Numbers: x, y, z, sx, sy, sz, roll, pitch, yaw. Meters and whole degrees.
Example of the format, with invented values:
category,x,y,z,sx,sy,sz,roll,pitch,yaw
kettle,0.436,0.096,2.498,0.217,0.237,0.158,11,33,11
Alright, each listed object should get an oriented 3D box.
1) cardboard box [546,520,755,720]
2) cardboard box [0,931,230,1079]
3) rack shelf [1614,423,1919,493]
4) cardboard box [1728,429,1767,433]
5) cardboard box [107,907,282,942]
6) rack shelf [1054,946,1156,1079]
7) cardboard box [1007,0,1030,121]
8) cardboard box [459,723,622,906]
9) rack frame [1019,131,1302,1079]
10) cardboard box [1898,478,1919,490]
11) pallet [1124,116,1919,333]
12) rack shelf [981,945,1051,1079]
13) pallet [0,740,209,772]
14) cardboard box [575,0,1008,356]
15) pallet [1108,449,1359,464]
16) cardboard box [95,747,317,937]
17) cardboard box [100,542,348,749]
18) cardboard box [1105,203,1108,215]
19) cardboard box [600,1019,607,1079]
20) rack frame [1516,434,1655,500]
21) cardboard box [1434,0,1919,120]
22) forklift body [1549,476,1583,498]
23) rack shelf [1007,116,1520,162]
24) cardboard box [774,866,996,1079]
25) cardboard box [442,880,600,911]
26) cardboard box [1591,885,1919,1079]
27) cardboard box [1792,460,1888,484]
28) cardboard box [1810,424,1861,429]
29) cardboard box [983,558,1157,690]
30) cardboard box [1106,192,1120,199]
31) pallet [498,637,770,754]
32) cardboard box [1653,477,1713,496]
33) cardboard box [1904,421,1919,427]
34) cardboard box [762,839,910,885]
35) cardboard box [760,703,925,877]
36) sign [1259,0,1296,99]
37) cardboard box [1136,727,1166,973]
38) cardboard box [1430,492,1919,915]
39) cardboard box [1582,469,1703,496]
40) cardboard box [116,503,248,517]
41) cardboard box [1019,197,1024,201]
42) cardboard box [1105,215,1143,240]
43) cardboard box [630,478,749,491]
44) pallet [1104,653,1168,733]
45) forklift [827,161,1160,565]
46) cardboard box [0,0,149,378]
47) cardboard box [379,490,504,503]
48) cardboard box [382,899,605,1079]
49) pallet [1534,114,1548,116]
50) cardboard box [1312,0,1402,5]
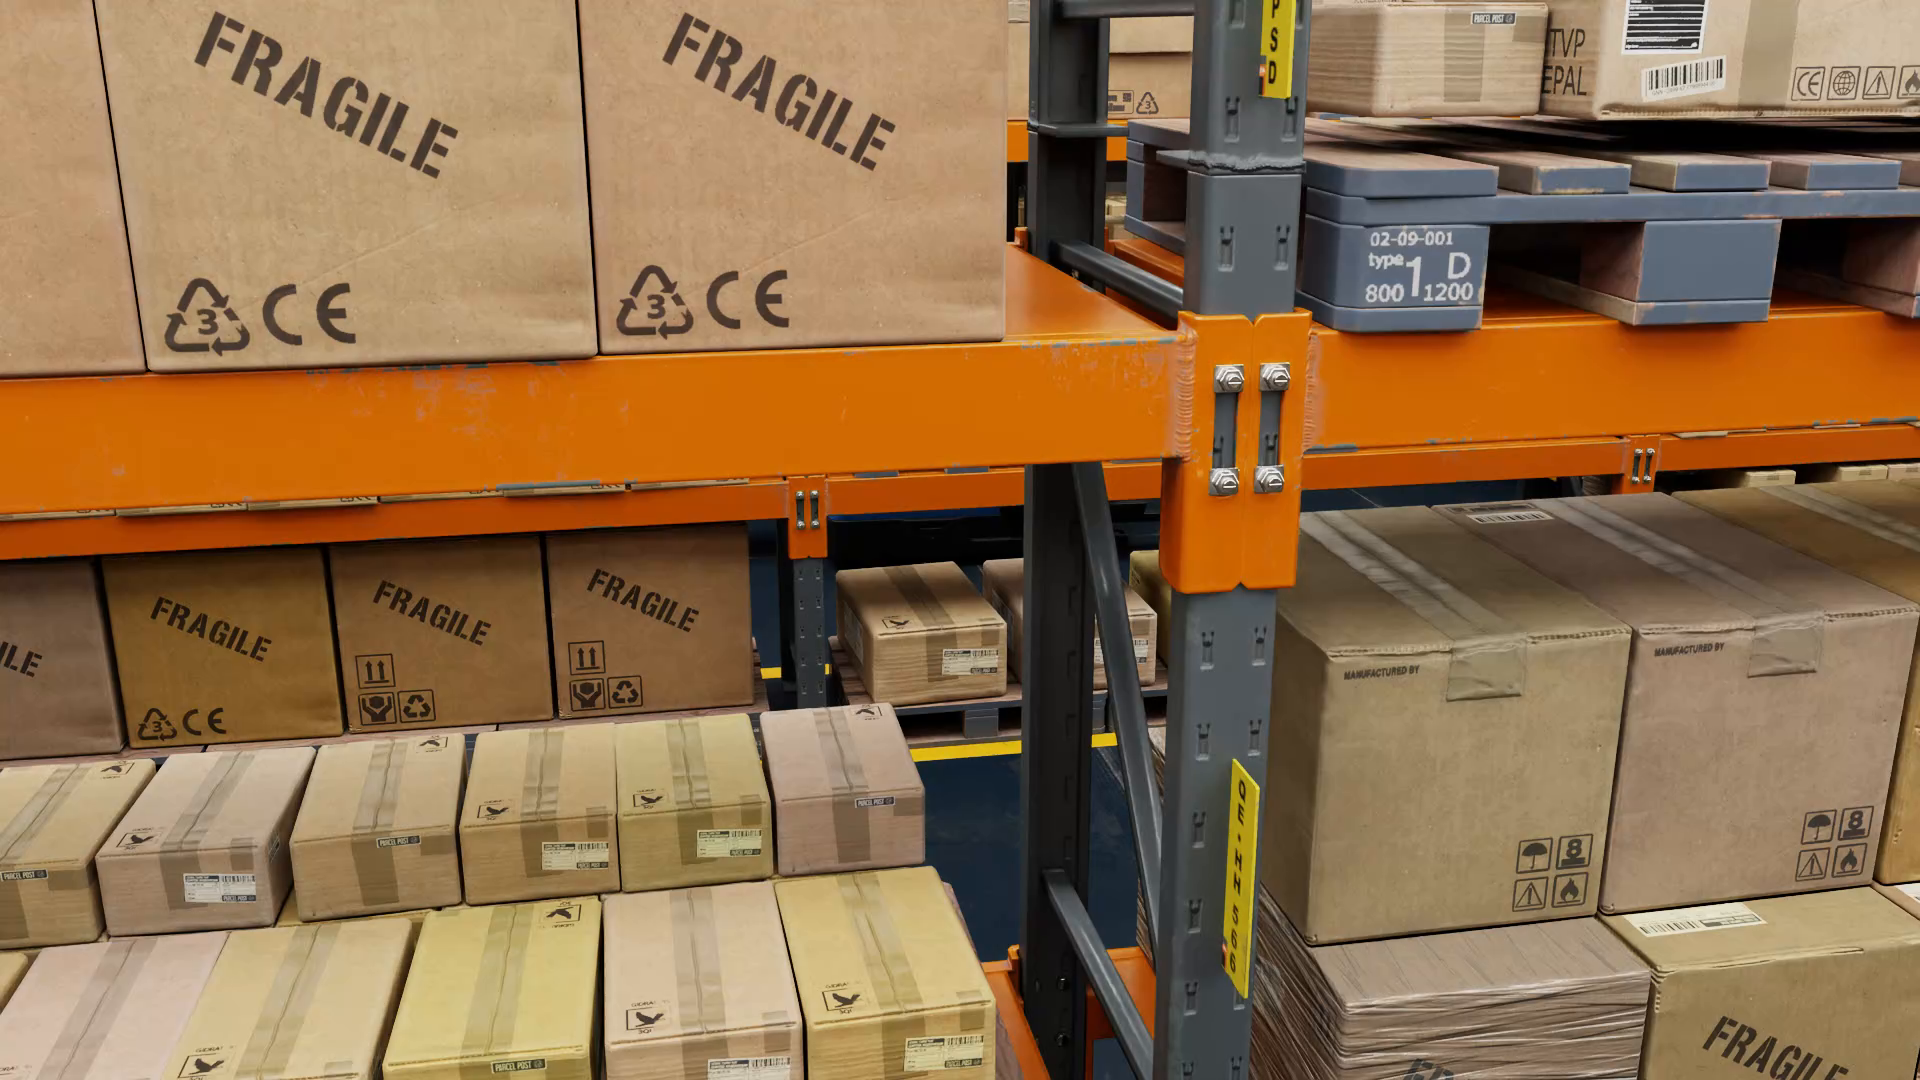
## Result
category,x,y,z,sx,sy,sz,roll,pitch,yaw
cardboard box,-1.454,0.241,7.821,0.875,0.875,0.875,-3,17,-11
cardboard box,-1.120,0.683,2.178,0.250,0.149,0.380,-3,17,-10
rack shelf,5.131,-0.579,8.812,4.000,0.370,1.077,-3,17,-10
cardboard box,3.775,-0.645,8.231,0.250,0.149,0.380,-3,17,-9
cardboard box,-1.254,0.639,2.830,0.250,0.149,0.380,-3,17,-10
rack shelf,2.242,1.066,3.459,4.000,0.370,1.077,-3,17,-10
cardboard box,0.172,-2.120,7.326,0.500,0.500,0.700,-3,17,-10
cardboard box,-0.718,0.466,2.885,0.250,0.149,0.380,-3,17,-11
rack frame,0.278,0.833,2.990,0.127,3.000,1.000,-3,17,-10
cardboard box,2.222,0.199,3.182,0.500,0.500,0.700,-3,17,-11
pallet,0.900,-0.562,2.744,1.003,0.211,1.213,-2,17,-8
rack shelf,-1.686,1.288,2.733,4.000,0.370,1.077,-3,17,-10
pallet,-3.944,0.903,7.513,1.213,0.211,1.003,-3,17,-10
cardboard box,-0.235,-0.544,2.193,0.500,0.500,0.500,-3,17,-10
pallet,1.176,-0.619,8.044,1.213,0.211,1.003,-3,17,-10
cardboard box,-1.243,0.496,2.787,0.250,0.149,0.380,-2,17,-8
cardboard box,-3.209,0.339,7.502,0.875,0.875,0.875,-3,17,-9
cardboard box,0.926,-2.449,12.402,0.250,0.149,0.380,-4,17,-12
cardboard box,-0.382,0.784,2.355,0.250,0.149,0.380,-3,17,-8
rack frame,3.167,-0.811,8.343,0.127,3.000,1.000,-3,17,-10
cardboard box,1.030,-0.784,2.412,0.500,0.311,0.500,-3,17,-10
forklift body,4.633,-1.427,11.795,1.214,2.155,2.313,-3,17,-10
rack shelf,1.203,-1.790,7.646,4.000,0.370,1.077,-3,17,-10
cardboard box,-0.116,0.628,2.359,0.250,0.149,0.380,-4,18,-13
cardboard box,-0.762,0.611,2.920,0.250,0.149,0.380,-4,17,-12
cardboard box,1.269,0.809,2.899,0.500,0.500,0.500,-3,17,-11
cardboard box,4.436,-0.340,8.395,0.250,0.149,0.380,-3,17,-8
cardboard box,4.280,-0.672,8.320,0.250,0.149,0.380,-3,17,-9
cardboard box,0.519,0.395,8.177,0.625,0.372,0.950,-4,17,-12
cardboard box,1.070,-2.608,12.920,0.250,0.149,0.380,-3,17,-11
pallet,-1.549,0.767,7.955,1.213,0.211,1.003,-3,17,-10
cardboard box,3.798,-0.011,8.429,0.500,0.500,0.500,-2,17,-8
cardboard box,4.795,-0.685,8.360,0.250,0.149,0.380,-3,17,-10
cardboard box,-0.235,0.579,3.023,0.250,0.149,0.380,-2,17,-8
cardboard box,-0.217,0.438,2.976,0.250,0.149,0.380,-3,17,-10
sign,0.379,-0.691,1.965,0.005,0.325,0.100,-3,17,-10
cardboard box,0.669,0.683,3.310,0.500,0.500,0.500,-3,17,-10
cardboard box,1.217,0.257,2.994,0.500,0.500,0.700,-3,17,-11
cardboard box,3.697,-0.166,8.935,0.500,0.500,0.500,-3,17,-11
cardboard box,-3.192,-0.295,6.920,0.500,0.250,0.500,-3,17,-11
cardboard box,0.330,-2.570,12.797,0.250,0.149,0.380,-3,17,-10
cardboard box,0.792,-1.461,7.964,0.250,0.149,0.380,-4,18,-13
cardboard box,-1.208,-0.414,7.305,0.500,0.250,0.500,-4,17,-12
pallet,1.203,0.635,8.386,1.213,0.211,1.003,-3,17,-10
forklift,0.618,-1.428,10.469,3.031,2.935,1.130,-3,17,-8
cardboard box,-1.215,-0.485,2.004,0.500,0.500,0.500,-3,17,-10
cardboard box,-2.204,-0.357,7.121,0.500,0.250,0.500,-3,17,-11
cardboard box,-0.620,0.655,2.268,0.250,0.149,0.380,-3,17,-9
pallet,2.541,-2.151,7.919,1.003,0.211,1.213,-3,17,-10
cardboard box,1.624,-2.481,7.360,0.500,0.250,0.500,-3,17,-10
